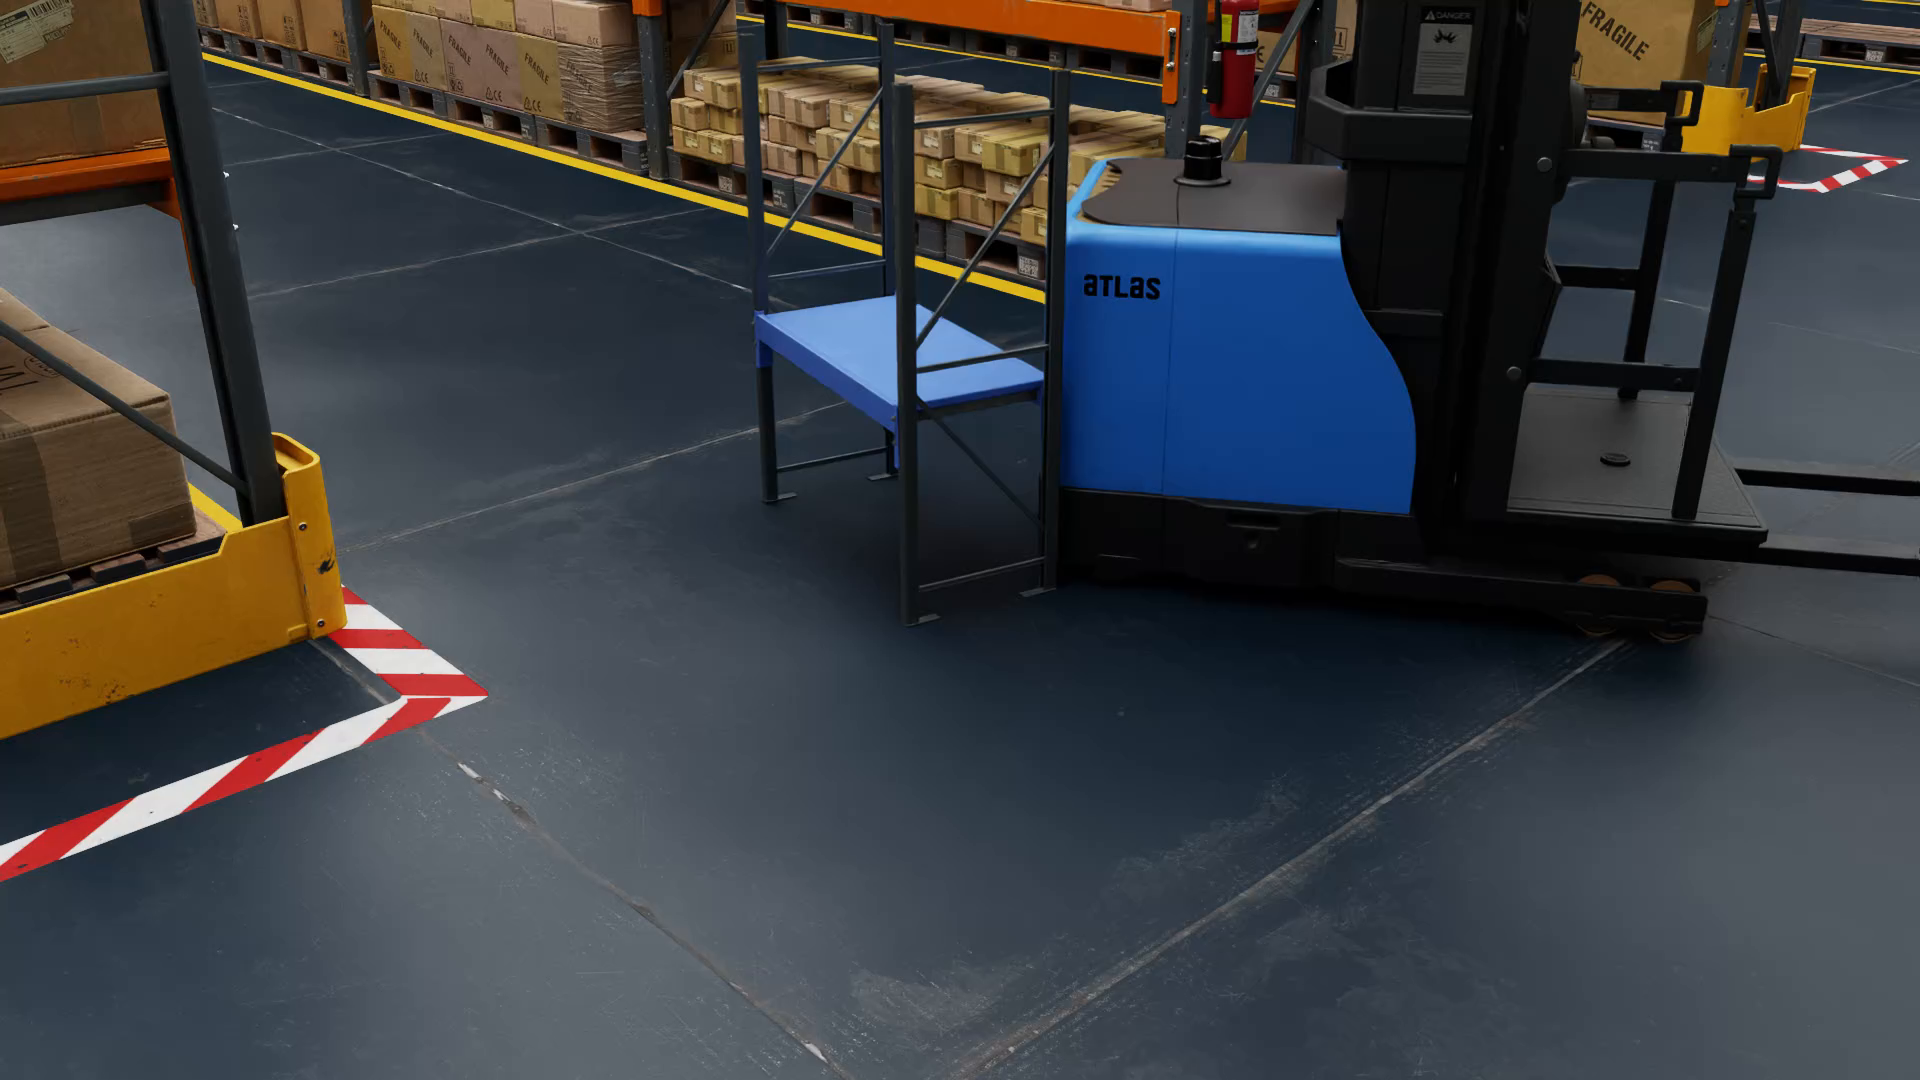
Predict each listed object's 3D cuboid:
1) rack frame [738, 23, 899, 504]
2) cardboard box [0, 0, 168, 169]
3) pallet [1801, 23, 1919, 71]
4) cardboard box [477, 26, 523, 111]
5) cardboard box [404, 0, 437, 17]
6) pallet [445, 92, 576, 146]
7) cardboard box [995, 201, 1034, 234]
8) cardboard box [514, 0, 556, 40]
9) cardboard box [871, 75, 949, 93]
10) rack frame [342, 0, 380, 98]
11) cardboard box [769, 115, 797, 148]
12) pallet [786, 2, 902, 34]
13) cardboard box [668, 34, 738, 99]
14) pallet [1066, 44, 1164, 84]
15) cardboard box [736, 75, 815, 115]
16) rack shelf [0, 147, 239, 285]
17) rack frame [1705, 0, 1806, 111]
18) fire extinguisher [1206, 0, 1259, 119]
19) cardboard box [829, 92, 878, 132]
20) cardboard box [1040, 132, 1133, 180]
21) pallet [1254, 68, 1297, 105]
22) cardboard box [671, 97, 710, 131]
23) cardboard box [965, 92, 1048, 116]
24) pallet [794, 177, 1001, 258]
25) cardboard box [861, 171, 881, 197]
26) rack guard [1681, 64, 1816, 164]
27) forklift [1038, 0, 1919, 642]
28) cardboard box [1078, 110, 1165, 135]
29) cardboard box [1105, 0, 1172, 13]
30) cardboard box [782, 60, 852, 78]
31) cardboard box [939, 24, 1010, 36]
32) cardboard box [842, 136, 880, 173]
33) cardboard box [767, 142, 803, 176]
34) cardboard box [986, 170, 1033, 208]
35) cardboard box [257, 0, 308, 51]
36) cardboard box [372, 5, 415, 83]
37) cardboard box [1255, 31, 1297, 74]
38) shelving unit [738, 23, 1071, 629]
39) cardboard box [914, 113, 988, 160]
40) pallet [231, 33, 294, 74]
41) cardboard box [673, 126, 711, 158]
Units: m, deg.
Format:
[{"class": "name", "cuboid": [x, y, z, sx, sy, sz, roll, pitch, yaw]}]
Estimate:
[{"class": "rack frame", "cuboid": [-0.429, -0.857, 5.322, 0.500, 1.500, 0.032, -13, 27, -26]}, {"class": "cardboard box", "cuboid": [-2.394, -1.288, 4.338, 0.500, 0.500, 0.500, -22, 32, -39]}, {"class": "pallet", "cuboid": [8.039, -4.224, 14.255, 1.003, 0.211, 1.213, -21, 32, -38]}, {"class": "cardboard box", "cuboid": [-2.853, -3.181, 11.114, 0.500, 0.500, 0.500, -22, 33, -40]}, {"class": "cardboard box", "cuboid": [-3.558, -3.838, 11.651, 0.500, 0.250, 0.500, -22, 32, -39]}, {"class": "pallet", "cuboid": [-2.836, -2.999, 11.569, 1.003, 0.211, 1.213, -21, 32, -38]}, {"class": "cardboard box", "cuboid": [0.390, -1.598, 8.068, 0.380, 0.149, 0.250, -21, 32, -39]}, {"class": "cardboard box", "cuboid": [-2.500, -3.371, 10.626, 0.500, 0.250, 0.500, -19, 31, -36]}, {"class": "cardboard box", "cuboid": [-0.280, -2.497, 9.321, 0.250, 0.149, 0.380, 22, 32, 39]}, {"class": "rack frame", "cuboid": [-4.199, -4.874, 12.320, 1.000, 3.000, 0.127, -21, 32, -38]}, {"class": "cardboard box", "cuboid": [-0.837, -2.293, 9.234, 0.250, 0.149, 0.380, 22, 32, 39]}, {"class": "pallet", "cuboid": [-1.042, -5.219, 16.436, 1.003, 0.211, 1.213, -21, 32, -38]}, {"class": "cardboard box", "cuboid": [-1.777, -3.015, 10.751, 0.500, 0.500, 0.500, -20, 31, -37]}, {"class": "pallet", "cuboid": [1.642, -3.982, 13.725, 1.003, 0.211, 1.213, -21, 32, -38]}, {"class": "cardboard box", "cuboid": [-1.027, -2.501, 9.330, 0.380, 0.149, 0.250, -22, 32, -39]}, {"class": "rack shelf", "cuboid": [-3.642, -1.294, 5.339, 1.077, 0.370, 4.000, -21, 32, -38]}, {"class": "rack frame", "cuboid": [4.959, -3.827, 10.024, 1.000, 3.000, 0.127, -21, 32, -38]}, {"class": "fire extinguisher", "cuboid": [1.104, -2.038, 6.646, 0.296, 0.674, 0.183, -21, 32, -38]}, {"class": "cardboard box", "cuboid": [-0.471, -2.269, 8.821, 0.250, 0.149, 0.380, 22, 33, 40]}, {"class": "cardboard box", "cuboid": [0.592, -1.796, 7.785, 0.380, 0.149, 0.250, -20, 32, -37]}, {"class": "pallet", "cuboid": [2.687, -3.517, 12.706, 1.003, 0.211, 1.213, -21, 32, -38]}, {"class": "cardboard box", "cuboid": [-1.451, -2.491, 9.666, 0.380, 0.149, 0.250, -19, 31, -36]}, {"class": "cardboard box", "cuboid": [0.245, -2.263, 8.809, 0.380, 0.149, 0.250, -21, 32, -38]}, {"class": "pallet", "cuboid": [-0.142, -1.830, 9.008, 1.003, 0.211, 1.213, -21, 32, -38]}, {"class": "cardboard box", "cuboid": [-0.299, -1.915, 8.763, 0.380, 0.149, 0.250, -20, 31, -37]}, {"class": "rack guard", "cuboid": [4.975, -2.682, 10.527, 1.175, 0.500, 0.348, -21, 32, -38]}, {"class": "forklift", "cuboid": [1.806, -1.291, 4.548, 3.031, 2.935, 1.130, 5, 25, 11]}, {"class": "cardboard box", "cuboid": [0.804, -2.032, 8.303, 0.380, 0.149, 0.250, -21, 32, -39]}, {"class": "cardboard box", "cuboid": [0.840, -2.355, 7.100, 0.380, 0.149, 0.250, -21, 32, -38]}, {"class": "cardboard box", "cuboid": [-0.828, -2.727, 9.825, 0.380, 0.149, 0.250, -21, 32, -38]}, {"class": "cardboard box", "cuboid": [0.551, -4.988, 14.623, 1.225, 0.875, 0.875, -21, 32, -38]}, {"class": "cardboard box", "cuboid": [-0.390, -2.027, 8.650, 0.380, 0.149, 0.250, -21, 32, -38]}, {"class": "cardboard box", "cuboid": [-0.851, -2.151, 9.279, 0.380, 0.149, 0.250, -22, 33, -39]}, {"class": "cardboard box", "cuboid": [0.343, -1.715, 7.967, 0.250, 0.149, 0.380, 22, 33, 40]}, {"class": "cardboard box", "cuboid": [-5.150, -4.515, 13.738, 1.050, 0.750, 0.750, -21, 32, -38]}, {"class": "cardboard box", "cuboid": [-3.902, -3.641, 12.123, 0.500, 0.500, 0.500, 22, 33, 40]}, {"class": "cardboard box", "cuboid": [2.617, -4.040, 12.546, 0.875, 0.875, 0.875, -21, 32, -38]}, {"class": "shelving unit", "cuboid": [-0.185, -0.672, 4.916, 0.538, 1.500, 1.048, -13, 27, -26]}, {"class": "cardboard box", "cuboid": [-0.032, -2.000, 8.233, 0.380, 0.149, 0.250, -20, 31, -37]}, {"class": "pallet", "cuboid": [-5.513, -4.235, 14.279, 1.003, 0.211, 1.213, -21, 32, -38]}, {"class": "cardboard box", "cuboid": [-1.451, -2.355, 9.726, 0.250, 0.149, 0.380, 22, 33, 40]}]
